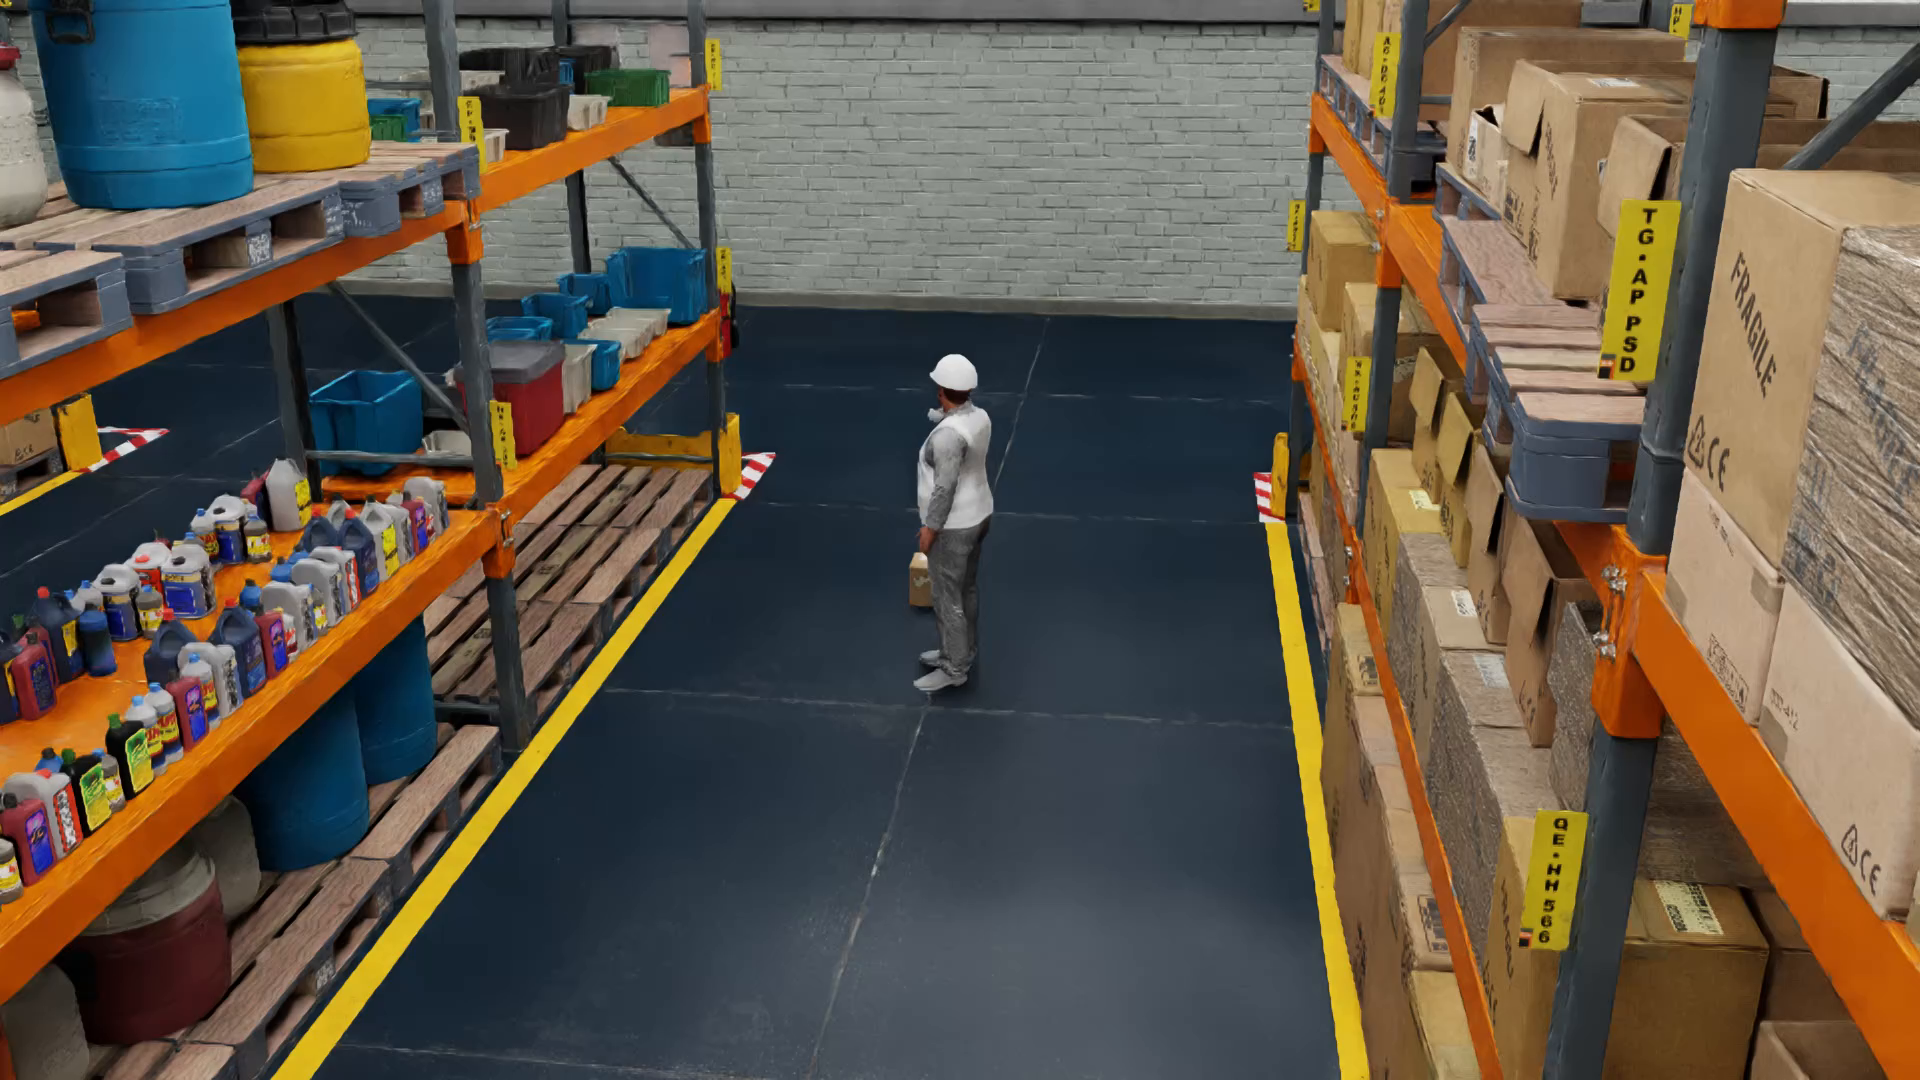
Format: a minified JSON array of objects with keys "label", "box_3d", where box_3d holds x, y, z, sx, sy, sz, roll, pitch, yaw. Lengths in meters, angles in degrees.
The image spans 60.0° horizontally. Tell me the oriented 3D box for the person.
[{"label":"person","box_3d":[-0.048,-0.096,8.783,0.415,1.818,0.587,8,23,21]}]
